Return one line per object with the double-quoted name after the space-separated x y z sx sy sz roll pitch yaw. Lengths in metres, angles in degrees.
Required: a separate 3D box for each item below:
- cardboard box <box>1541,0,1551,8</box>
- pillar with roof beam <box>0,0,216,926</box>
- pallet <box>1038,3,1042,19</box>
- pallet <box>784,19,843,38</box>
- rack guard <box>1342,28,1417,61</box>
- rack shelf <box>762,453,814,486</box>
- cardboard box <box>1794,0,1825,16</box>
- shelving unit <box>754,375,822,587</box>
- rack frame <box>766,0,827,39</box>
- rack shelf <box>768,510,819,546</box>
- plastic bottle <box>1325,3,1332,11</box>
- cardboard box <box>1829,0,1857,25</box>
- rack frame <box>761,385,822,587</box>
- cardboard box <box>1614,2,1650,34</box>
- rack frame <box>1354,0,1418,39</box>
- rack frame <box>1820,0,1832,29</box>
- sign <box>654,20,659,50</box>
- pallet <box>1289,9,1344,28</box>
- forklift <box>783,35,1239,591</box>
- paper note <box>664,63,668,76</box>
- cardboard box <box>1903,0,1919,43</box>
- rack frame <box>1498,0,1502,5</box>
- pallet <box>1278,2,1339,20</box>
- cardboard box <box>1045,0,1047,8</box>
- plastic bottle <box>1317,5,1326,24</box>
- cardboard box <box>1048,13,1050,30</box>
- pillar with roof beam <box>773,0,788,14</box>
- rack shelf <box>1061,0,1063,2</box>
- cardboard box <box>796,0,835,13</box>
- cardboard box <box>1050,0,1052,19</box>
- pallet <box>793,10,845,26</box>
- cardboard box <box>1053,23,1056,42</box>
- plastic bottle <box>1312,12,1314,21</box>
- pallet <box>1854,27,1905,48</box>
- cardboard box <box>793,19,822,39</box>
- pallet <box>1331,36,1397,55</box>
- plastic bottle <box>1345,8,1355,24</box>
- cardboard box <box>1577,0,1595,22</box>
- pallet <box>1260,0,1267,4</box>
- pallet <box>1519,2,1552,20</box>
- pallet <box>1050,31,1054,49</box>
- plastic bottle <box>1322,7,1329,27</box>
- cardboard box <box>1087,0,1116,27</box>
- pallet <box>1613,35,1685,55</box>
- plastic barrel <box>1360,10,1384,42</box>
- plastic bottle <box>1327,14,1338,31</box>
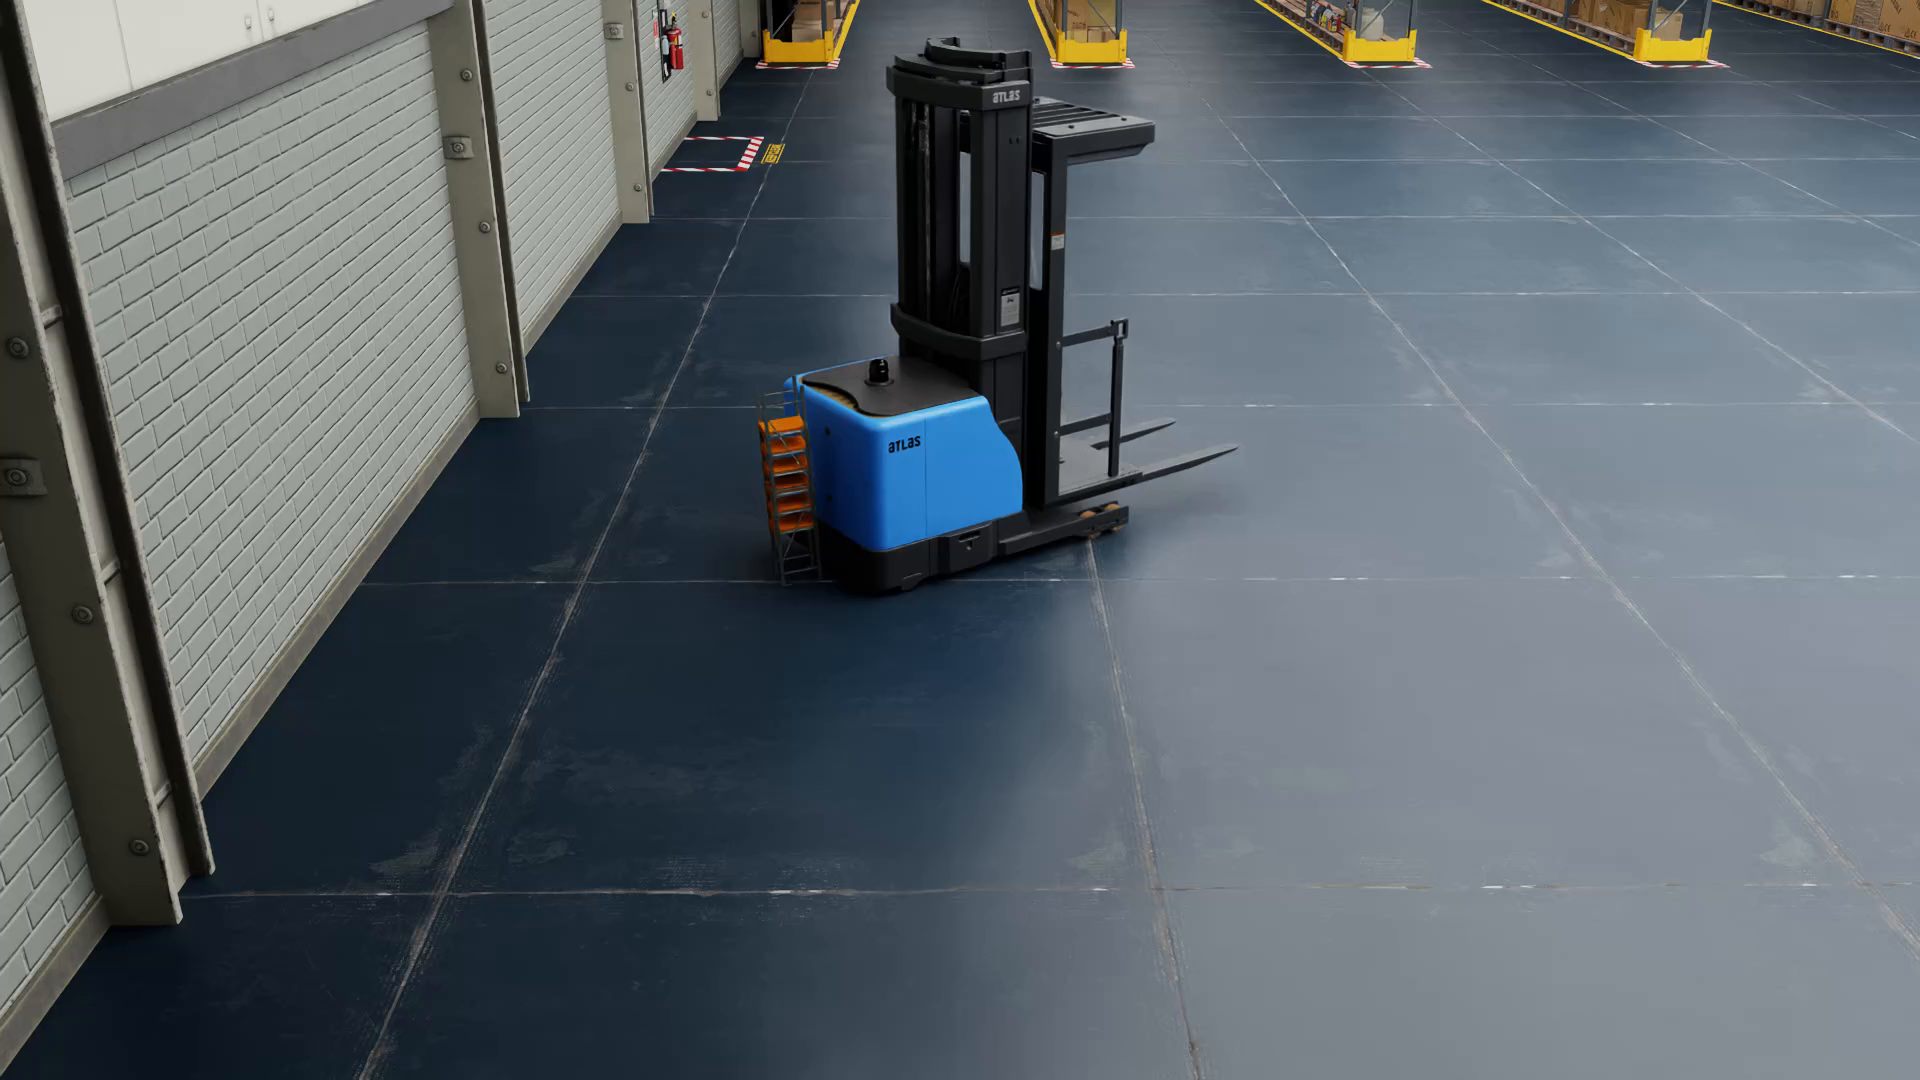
12.101 -10.940 33.299 0.700 0.500 0.500 -2 24 -5 "cardboard box"
0.958 -2.631 5.148 9.100 9.000 0.400 0 24 -1 "pillar with roof beam"
2.111 -10.692 33.635 1.003 0.211 1.213 0 24 -1 "pallet"
-2.737 -9.585 31.186 1.003 0.211 1.213 0 24 -1 "pallet"
7.123 -8.420 28.261 1.175 0.500 0.348 0 24 -1 "rack guard"
-0.982 -0.396 9.469 0.258 0.103 0.180 -11 26 -16 "rack shelf"
16.944 -10.601 32.269 1.050 0.750 0.750 0 24 -1 "cardboard box"
-0.978 -0.328 9.501 0.258 1.200 0.189 -11 26 -16 "shelving unit"
-2.736 -9.483 27.578 1.000 3.000 0.127 0 24 -1 "rack frame"
-0.963 -0.071 9.623 0.258 0.103 0.180 -11 26 -16 "rack shelf"
6.865 -9.836 31.038 0.144 0.351 0.185 0 24 -1 "plastic bottle"
16.977 -10.143 31.105 0.875 0.875 0.875 0 24 0 "cardboard box"
-0.949 -0.292 9.422 0.240 1.200 0.006 -11 26 -16 "rack frame"
12.104 -9.364 29.839 0.500 0.500 0.500 2 24 4 "cardboard box"
7.171 -9.528 27.677 1.000 3.000 0.127 0 24 -1 "rack frame"
17.040 -11.179 31.328 1.000 3.000 0.127 0 24 -1 "rack frame"
-3.651 -6.065 19.977 0.001 0.329 0.234 0 24 -1 "sign"
7.080 -10.229 32.611 1.003 0.211 1.213 0 24 -1 "pallet"
0.440 -1.506 10.023 3.031 2.935 1.130 -16 29 -32 "forklift"
-3.621 -5.803 20.509 0.016 0.148 0.142 0 24 -1 "paper note"
17.011 -9.033 28.652 0.875 0.875 0.875 0 24 0 "cardboard box"
12.036 -12.847 35.015 1.000 3.000 0.127 0 24 -1 "rack frame"
7.063 -10.733 33.725 1.003 0.211 1.213 0 24 -1 "pallet"
1.866 -10.243 31.175 0.500 0.500 0.500 0 24 -1 "cardboard box"
6.723 -9.758 30.865 0.144 0.351 0.185 -1 24 -3 "plastic bottle"
1.876 -9.489 30.419 0.500 0.250 0.500 0 24 -1 "cardboard box"
0.631 -14.993 32.481 9.100 9.000 0.400 0 24 -1 "pillar with roof beam"
2.196 -10.004 29.601 1.077 0.370 4.000 0 24 -1 "rack shelf"
-2.804 -10.496 32.318 0.700 0.500 0.500 1 24 1 "cardboard box"
1.884 -9.625 29.809 0.500 0.500 0.500 0 24 -1 "cardboard box"
-2.790 -10.182 32.507 1.003 0.211 1.213 0 24 -1 "pallet"
1.899 -8.871 29.052 0.500 0.250 0.500 0 24 -1 "cardboard box"
6.694 -9.885 31.327 0.097 0.201 0.097 0 24 0 "plastic bottle"
16.987 -9.091 30.094 1.003 0.211 1.213 0 24 -1 "pallet"
-2.660 -8.979 29.193 0.500 0.311 0.500 2 24 4 "cardboard box"
7.119 -8.623 29.060 1.003 0.211 1.213 0 24 -1 "pallet"
7.276 -9.782 31.009 0.152 0.276 0.135 0 24 -1 "plastic bottle"
12.044 -10.086 31.434 0.500 0.500 0.500 -1 24 -2 "cardboard box"
7.033 -11.879 36.258 1.003 0.211 1.213 0 24 -1 "pallet"
12.053 -10.753 33.769 1.003 0.211 1.213 0 24 -1 "pallet"
2.157 -9.053 30.011 1.003 0.211 1.213 0 24 -1 "pallet"
6.727 -9.582 30.478 0.144 0.351 0.185 0 24 -1 "plastic bottle"
2.427 -9.215 28.903 0.500 0.500 0.500 0 24 -1 "cardboard box"
12.149 -8.646 29.110 1.003 0.211 1.213 0 24 -1 "pallet"
7.087 -8.857 28.702 0.421 0.512 0.421 0 24 0 "plastic barrel"
6.737 -9.346 30.046 0.152 0.276 0.135 0 24 0 "plastic bottle"
